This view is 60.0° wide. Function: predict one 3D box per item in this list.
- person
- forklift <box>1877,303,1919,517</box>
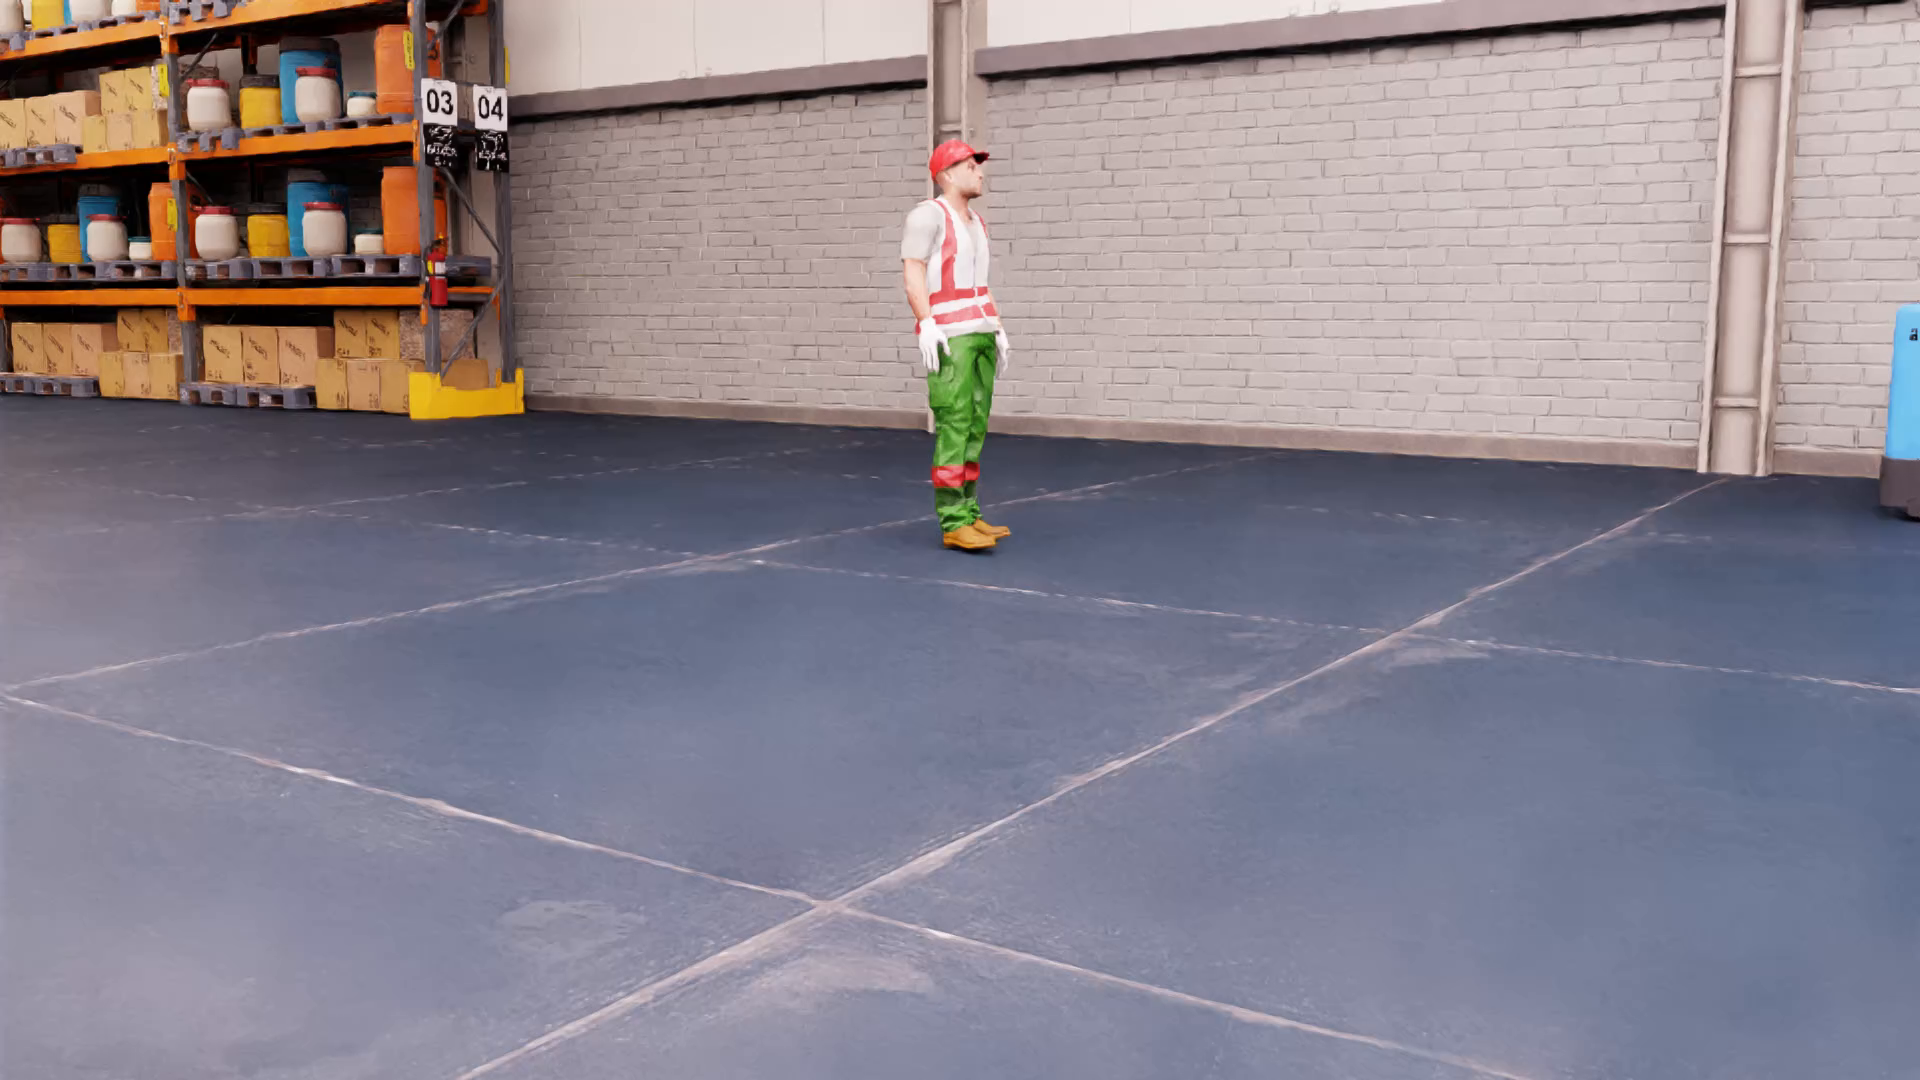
[{"bbox_3d":[0.061,-0.885,7.423,0.563,1.787,0.637,5,10,34],"label":"person"},{"bbox_3d":[5.887,-1.431,7.256,1.130,2.935,3.031,-6,10,-36],"label":"forklift"}]
